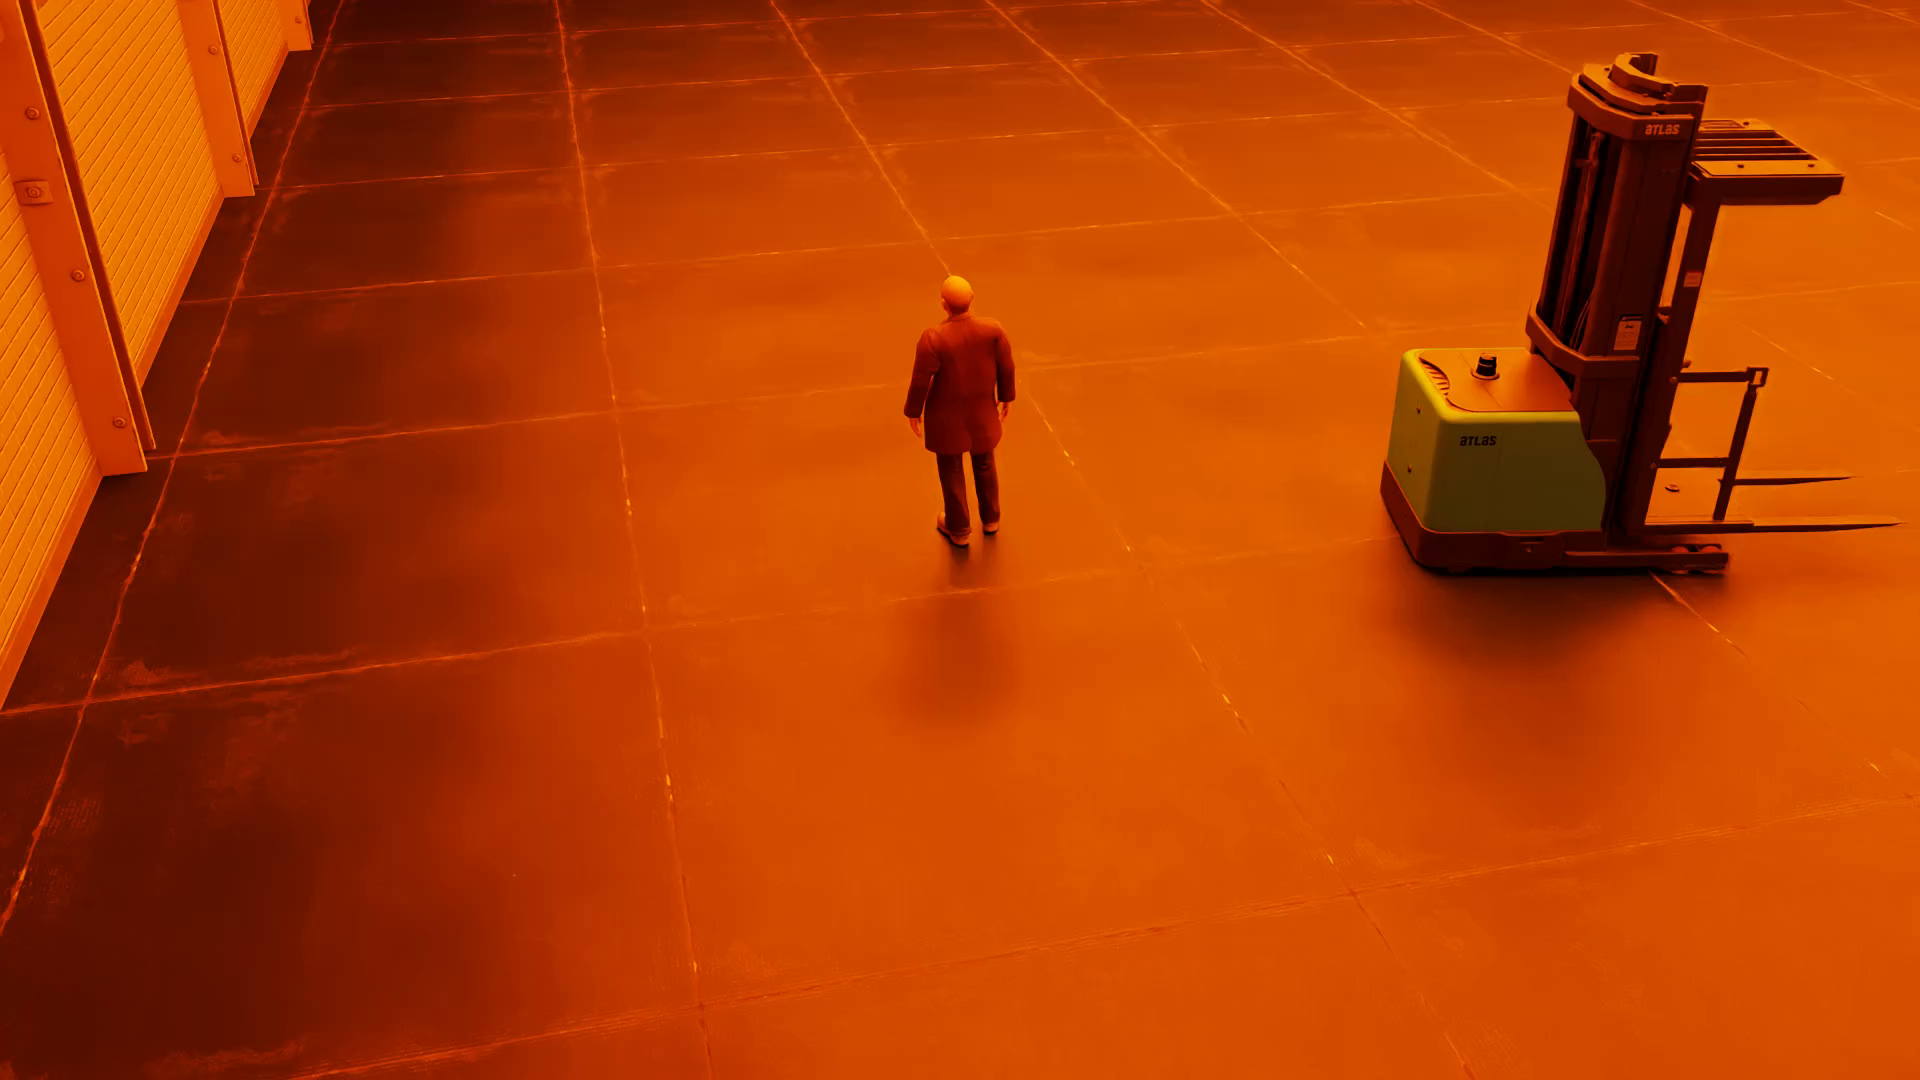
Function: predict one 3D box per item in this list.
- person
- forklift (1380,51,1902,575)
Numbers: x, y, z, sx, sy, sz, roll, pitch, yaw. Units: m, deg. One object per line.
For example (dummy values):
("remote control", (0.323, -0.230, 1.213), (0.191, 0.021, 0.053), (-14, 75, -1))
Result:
("person", (-0.017, -0.820, 10.128), (0.696, 1.776, 0.582), (-7, 31, -12))
("forklift", (4.278, -1.325, 9.863), (3.031, 2.935, 1.130), (-1, 30, -2))
